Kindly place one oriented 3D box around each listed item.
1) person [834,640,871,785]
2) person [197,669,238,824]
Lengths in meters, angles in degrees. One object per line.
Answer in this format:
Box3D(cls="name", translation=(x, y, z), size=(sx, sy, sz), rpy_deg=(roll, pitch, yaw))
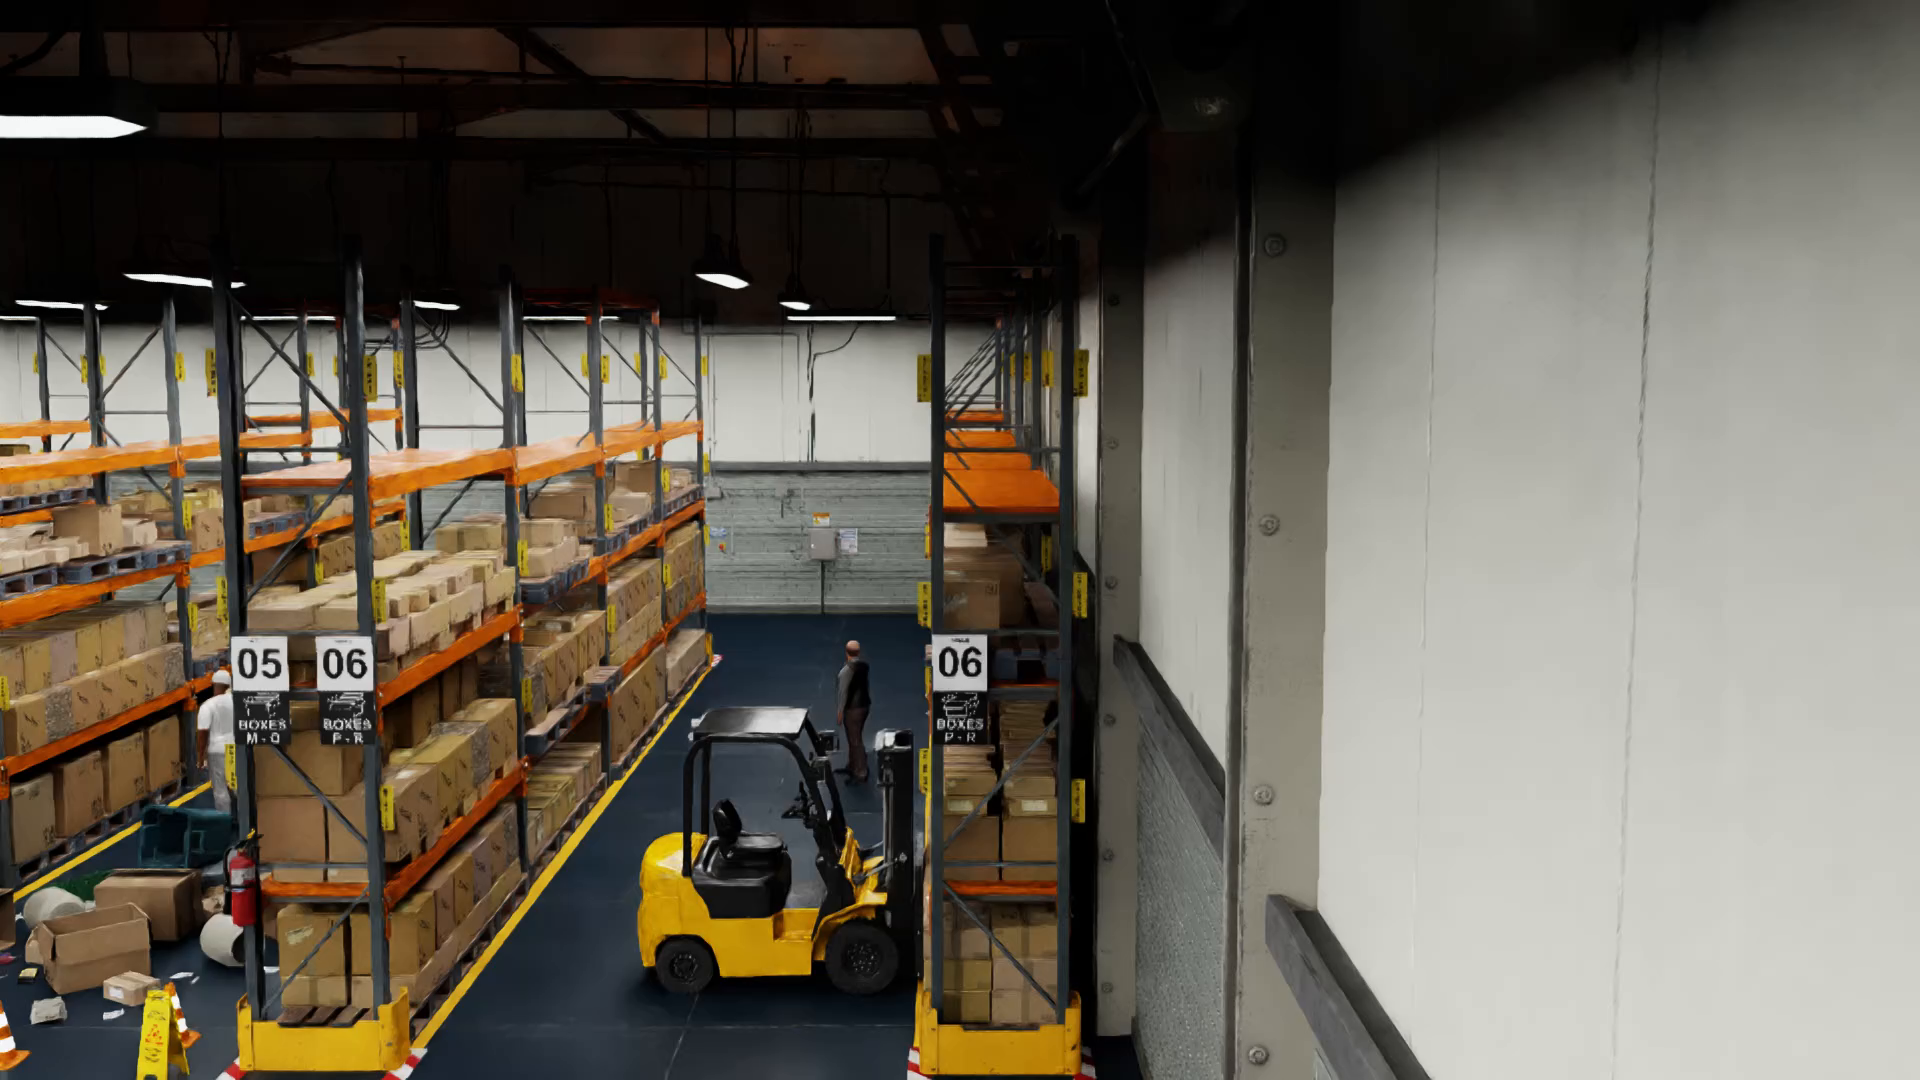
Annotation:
Box3D(cls="person", translation=(-1.321, 2.071, 20.241), size=(0.583, 1.707, 0.630), rpy_deg=(3, 7, 22))
Box3D(cls="person", translation=(-8.045, 2.280, 18.085), size=(0.497, 1.765, 0.624), rpy_deg=(4, 7, 30))
